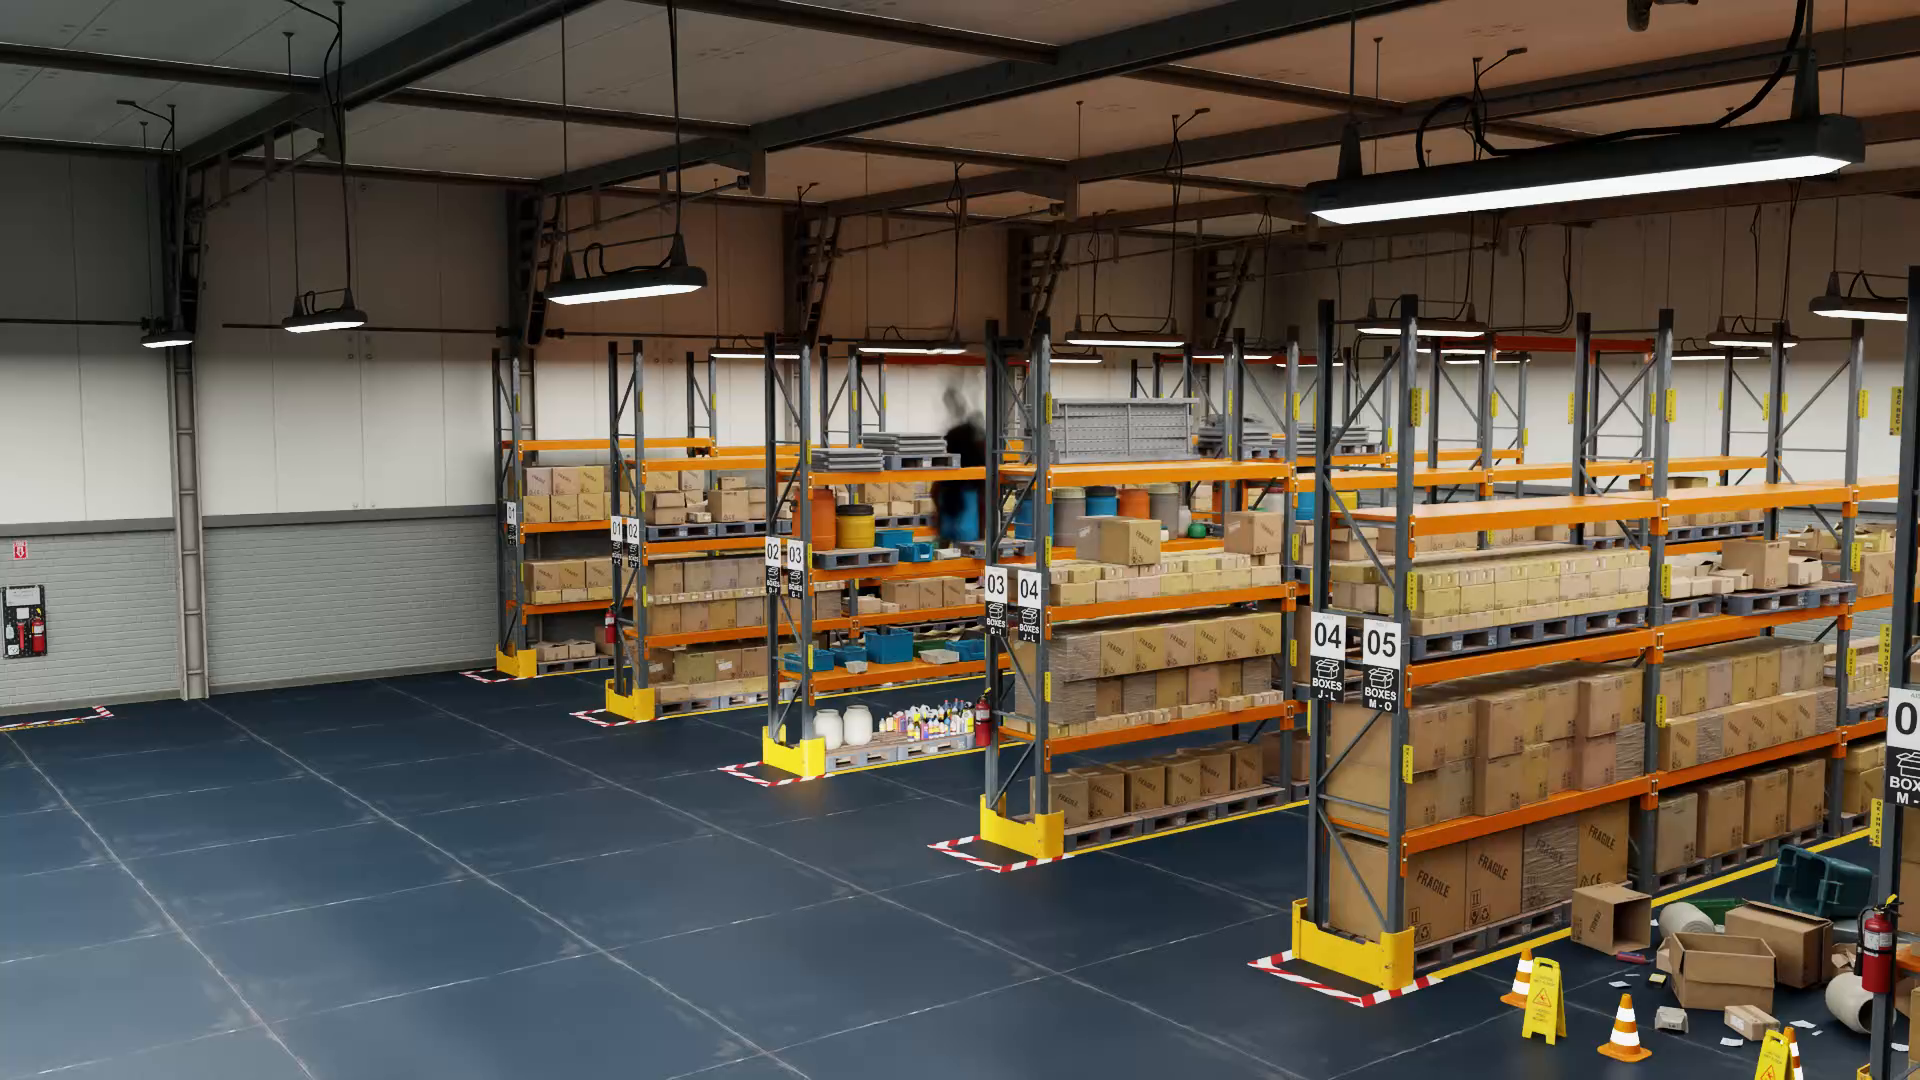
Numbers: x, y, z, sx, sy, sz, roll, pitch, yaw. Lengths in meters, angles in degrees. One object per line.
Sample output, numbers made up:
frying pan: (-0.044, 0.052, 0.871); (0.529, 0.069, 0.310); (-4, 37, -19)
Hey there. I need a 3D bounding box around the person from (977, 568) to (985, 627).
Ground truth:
person: (0.522, 1.335, 34.566); (0.653, 1.631, 0.514); (-5, 7, -42)
